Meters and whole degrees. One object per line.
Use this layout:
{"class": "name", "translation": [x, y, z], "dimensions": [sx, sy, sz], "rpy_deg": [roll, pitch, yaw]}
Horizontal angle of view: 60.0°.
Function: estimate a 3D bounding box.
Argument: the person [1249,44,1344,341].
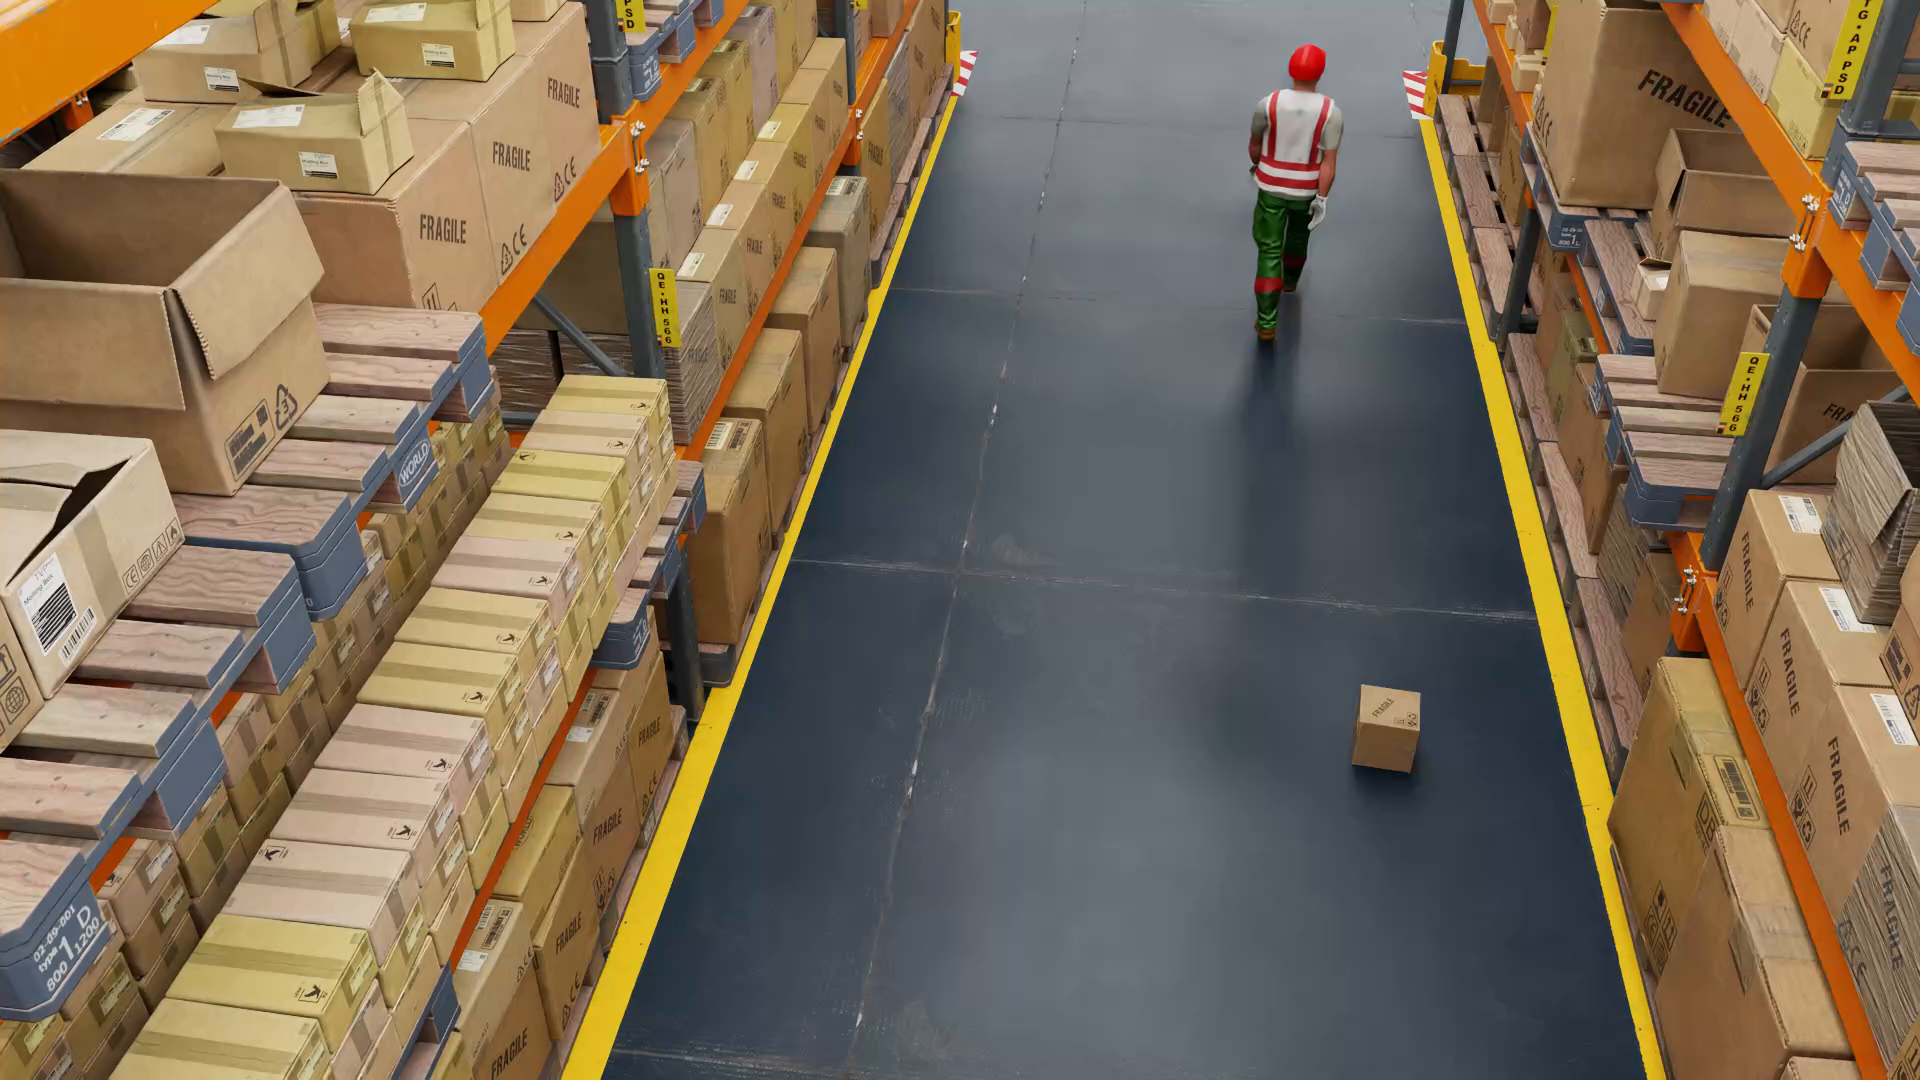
{"class": "person", "translation": [1.985, -2.172, 10.025], "dimensions": [0.528, 1.733, 1.056], "rpy_deg": [6, 36, 8]}
